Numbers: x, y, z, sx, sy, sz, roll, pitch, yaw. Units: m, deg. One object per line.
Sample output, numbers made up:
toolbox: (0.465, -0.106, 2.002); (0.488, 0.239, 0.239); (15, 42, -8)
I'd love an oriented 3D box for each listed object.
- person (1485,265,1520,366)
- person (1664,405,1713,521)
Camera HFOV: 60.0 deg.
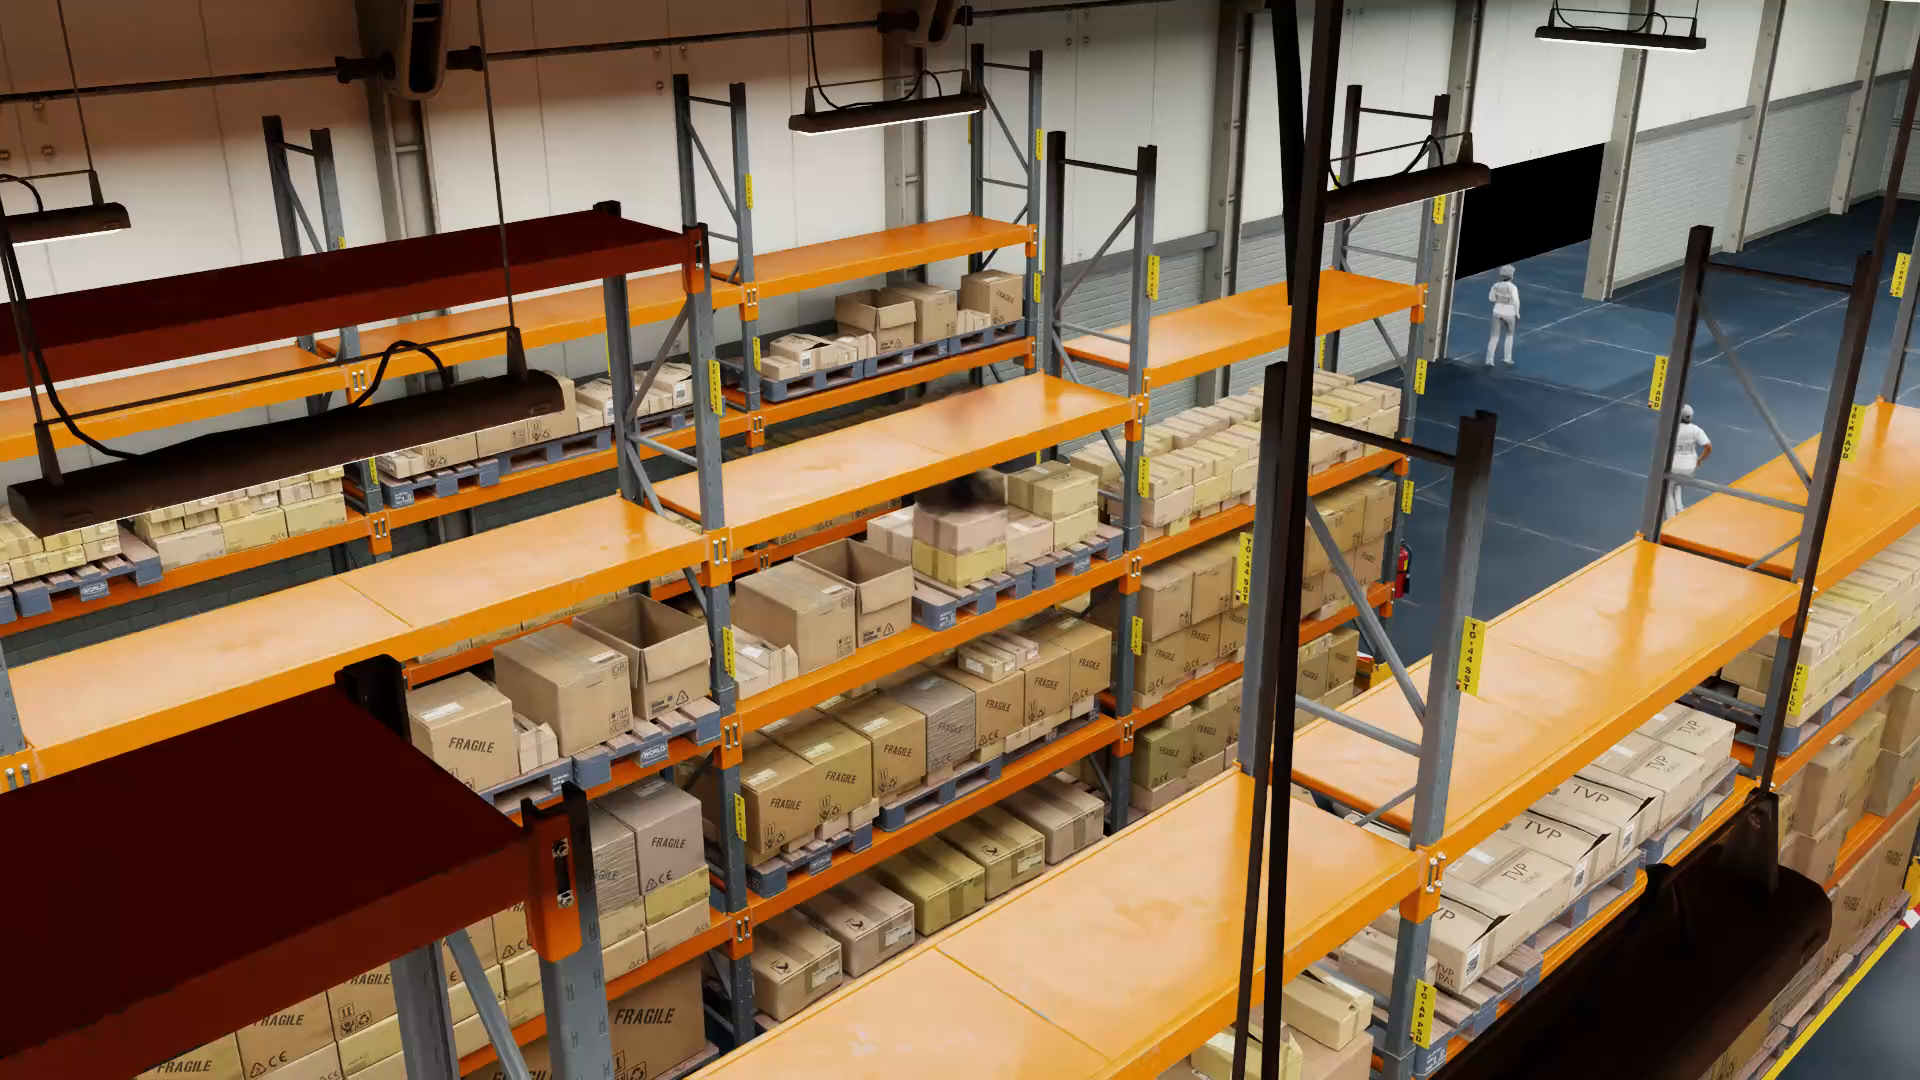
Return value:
person: (9.010, -3.697, 27.547); (0.608, 1.721, 0.791); (15, 27, 32)
person: (8.994, -0.901, 20.881); (0.577, 1.679, 0.682); (-1, 22, -3)
